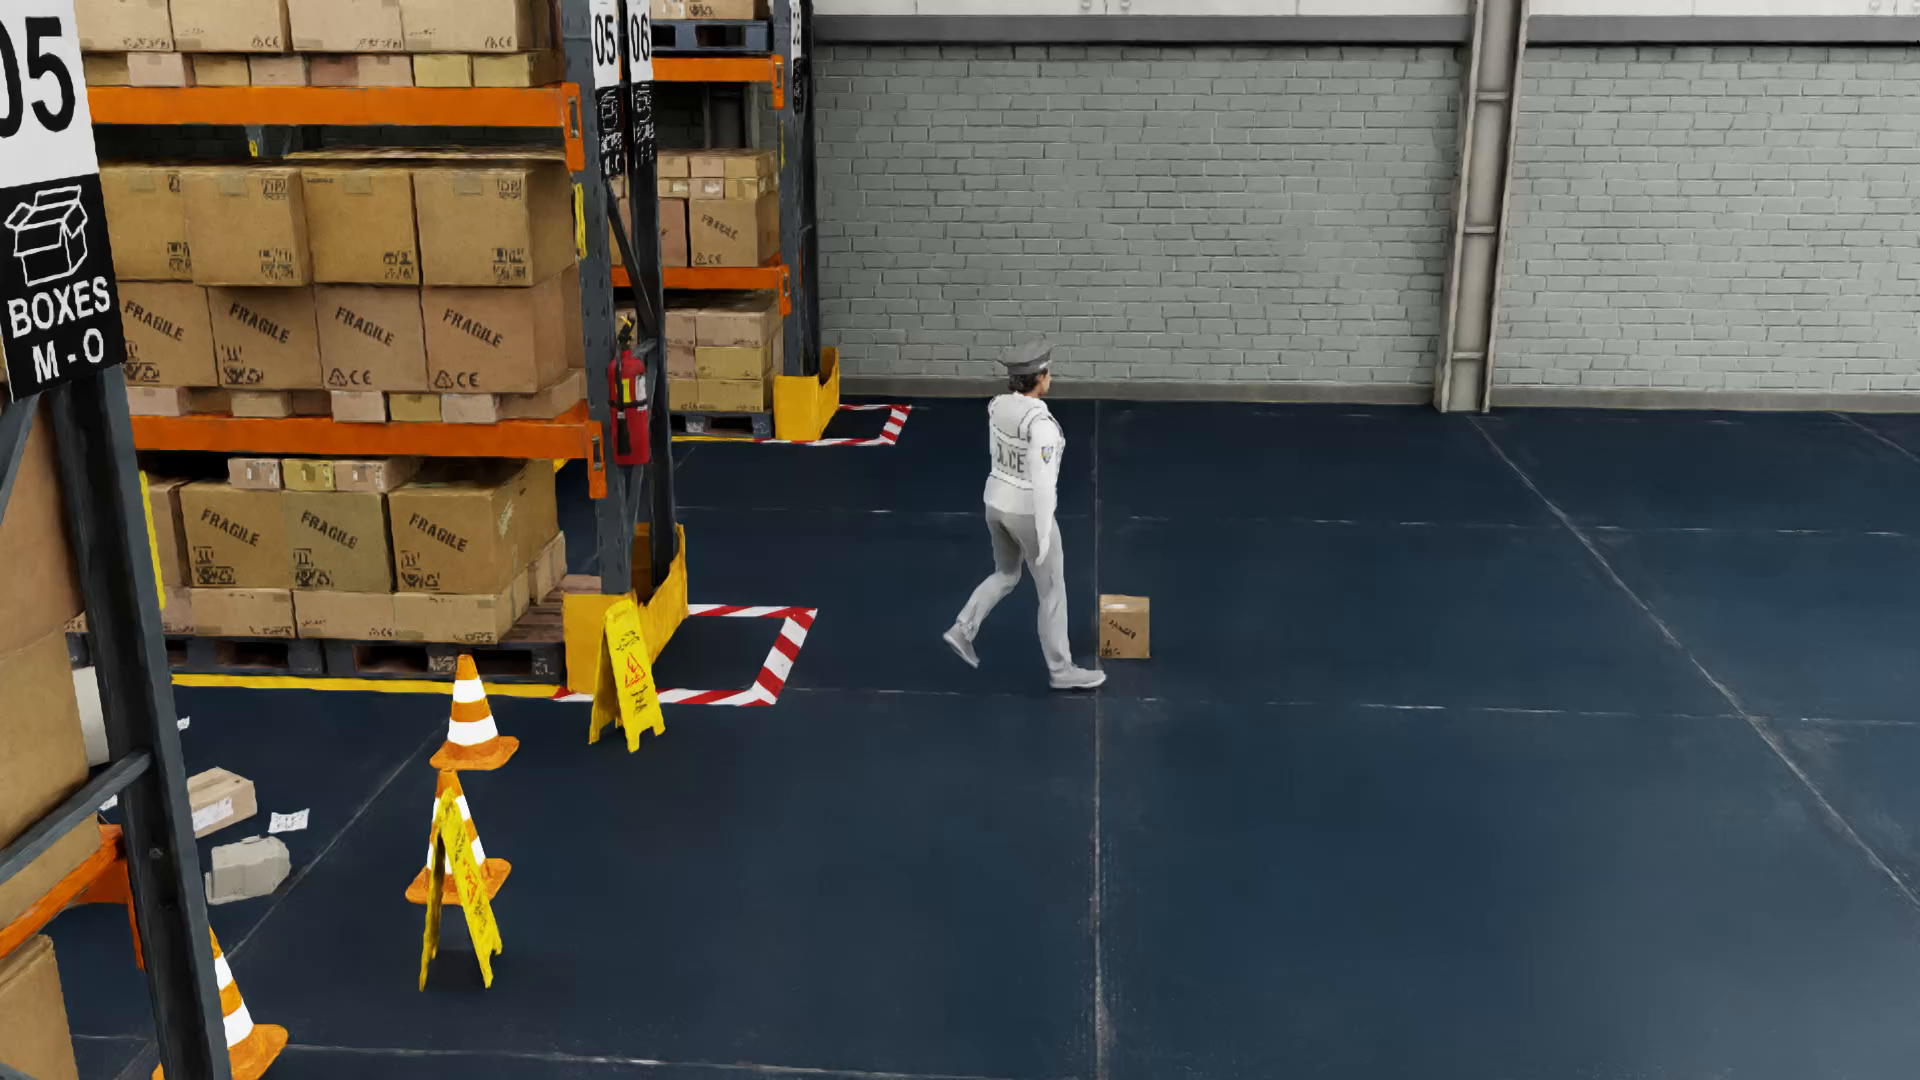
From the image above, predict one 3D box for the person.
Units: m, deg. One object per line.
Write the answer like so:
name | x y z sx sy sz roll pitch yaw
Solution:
person | 0.299 -0.107 7.822 0.671 1.669 0.540 -13 22 -34
